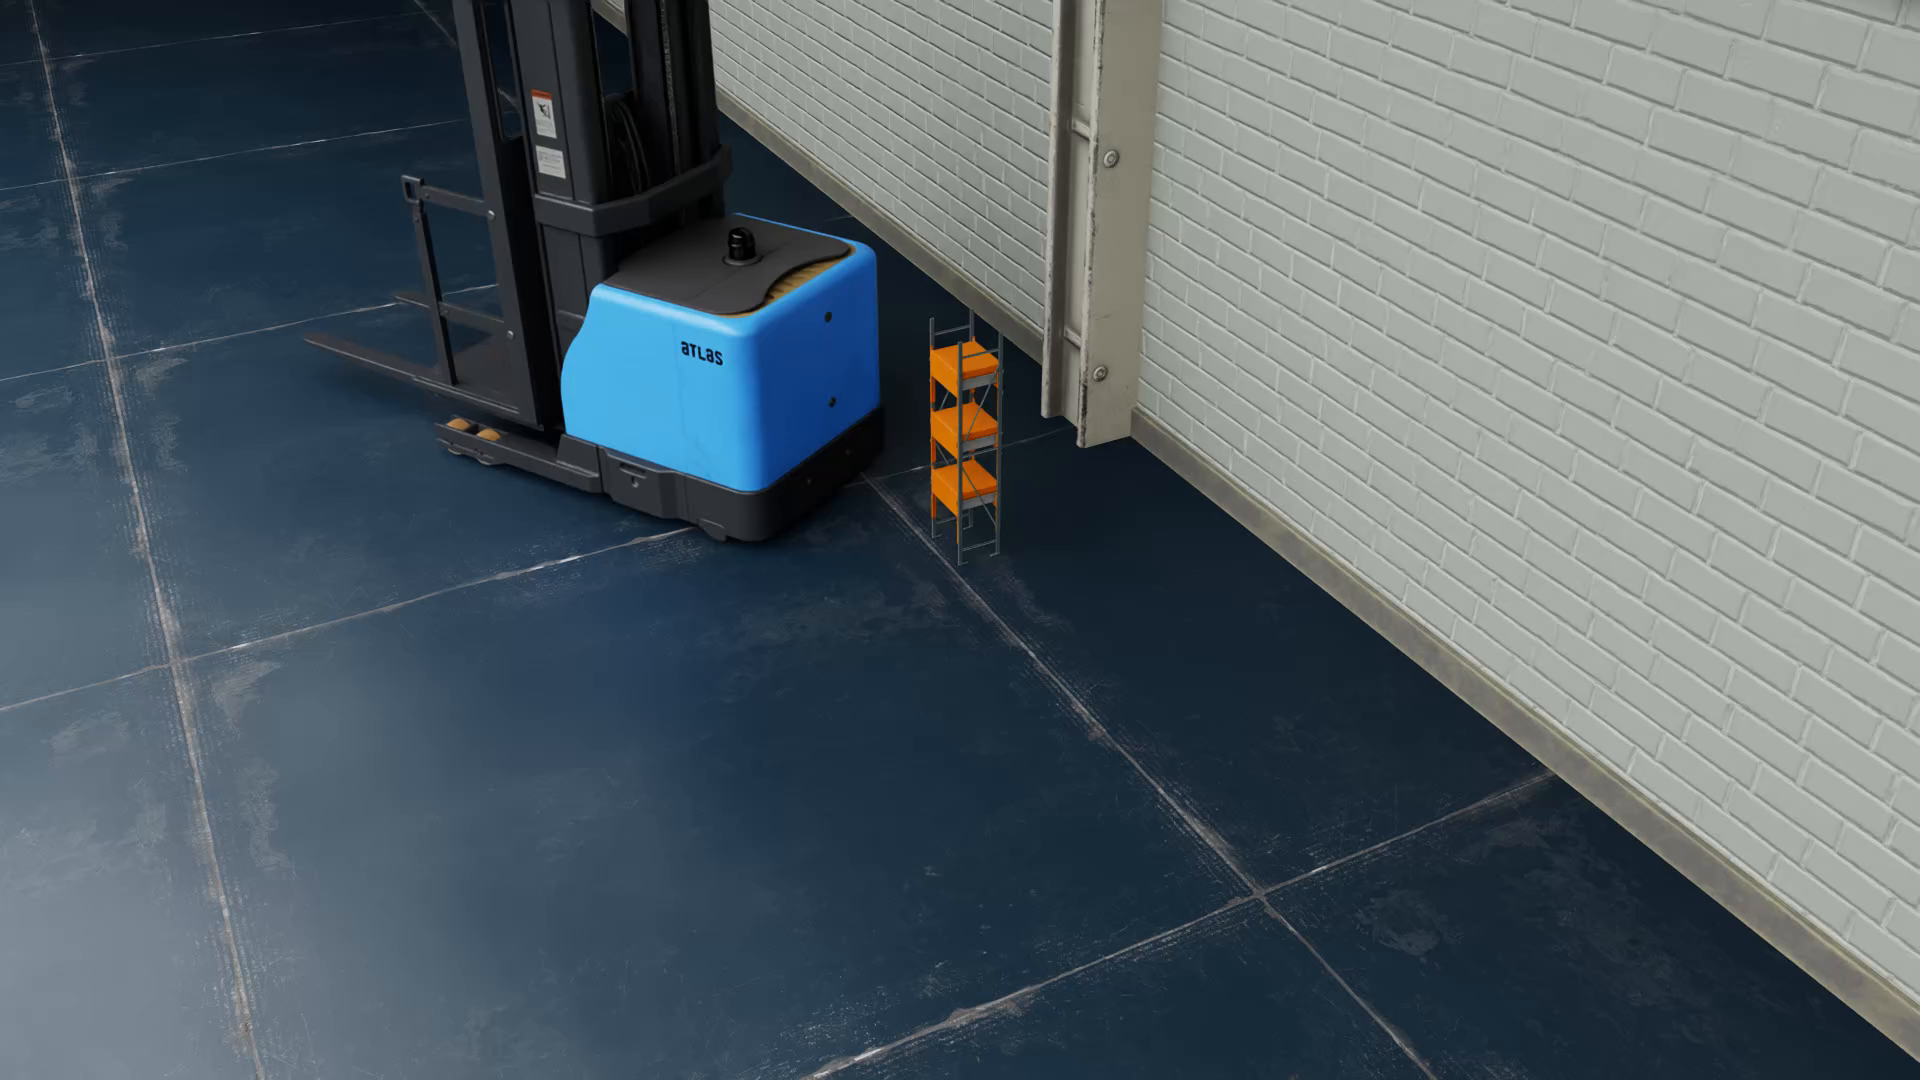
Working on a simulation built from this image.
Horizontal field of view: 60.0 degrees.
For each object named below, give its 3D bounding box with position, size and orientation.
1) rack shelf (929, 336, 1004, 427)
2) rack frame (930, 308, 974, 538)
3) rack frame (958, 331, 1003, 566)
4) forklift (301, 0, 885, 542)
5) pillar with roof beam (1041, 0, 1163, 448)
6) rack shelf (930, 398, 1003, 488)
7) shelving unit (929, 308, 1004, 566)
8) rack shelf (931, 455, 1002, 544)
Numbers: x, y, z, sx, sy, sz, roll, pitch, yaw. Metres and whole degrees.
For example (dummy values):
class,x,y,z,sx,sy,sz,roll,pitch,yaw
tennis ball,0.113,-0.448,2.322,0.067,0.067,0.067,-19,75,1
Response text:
class,x,y,z,sx,sy,sz,roll,pitch,yaw
rack shelf,0.025,-0.647,6.780,0.215,0.259,0.240,-16,36,-23
rack frame,-0.032,-0.475,7.018,0.200,1.050,0.008,-16,36,-23
rack frame,0.082,-0.358,6.836,0.200,1.050,0.008,-16,36,-23
forklift,-1.879,-1.809,7.356,3.031,2.935,1.130,18,37,26
pillar with roof beam,-3.183,-3.275,4.021,9.100,9.000,0.400,-16,36,-23
rack shelf,0.025,-0.408,6.933,0.215,0.259,0.240,-16,36,-23
shelving unit,0.025,-0.417,6.927,0.215,1.050,0.252,-16,36,-23
rack shelf,0.025,-0.174,7.083,0.215,0.259,0.240,-16,36,-23
